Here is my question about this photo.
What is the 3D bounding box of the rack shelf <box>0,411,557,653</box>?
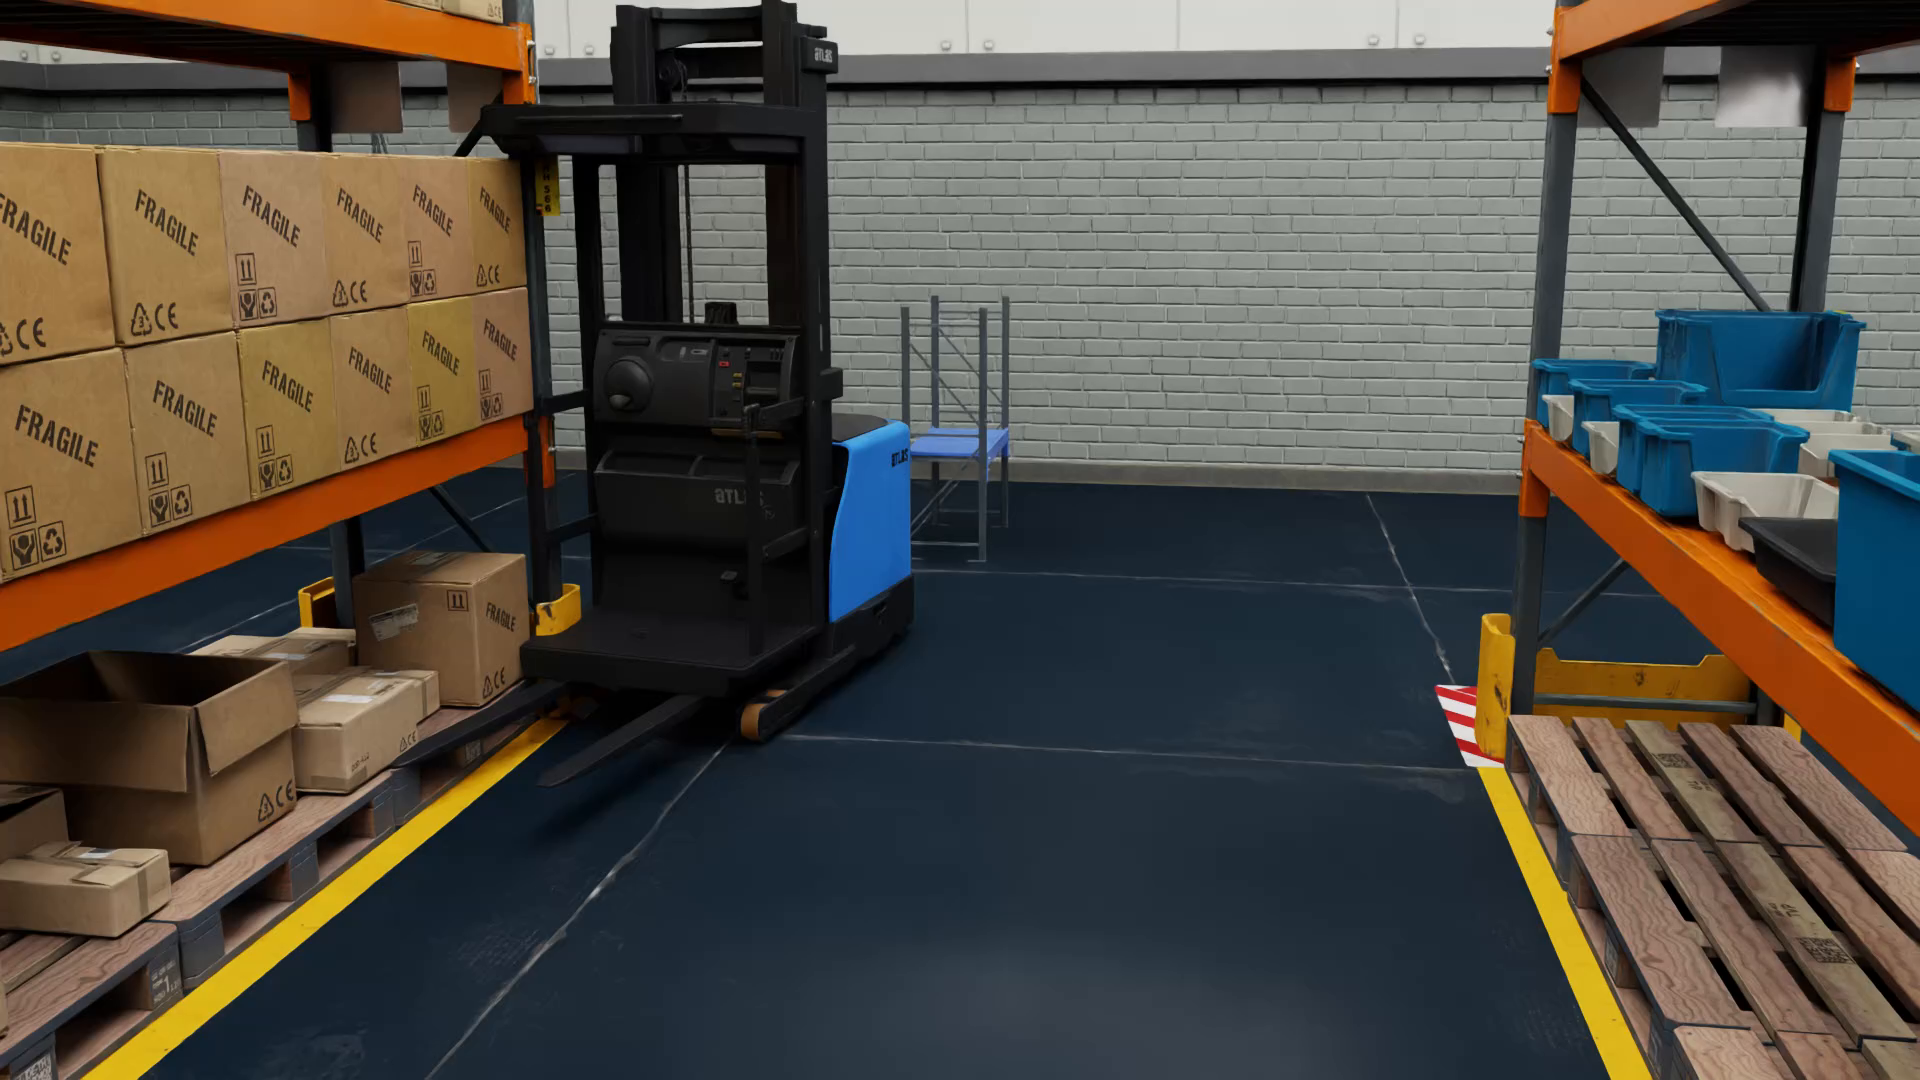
[{"bbox_3d":[-2.531,-0.015,5.151,1.077,0.370,4.000,2,12,9],"label":"rack shelf"}]

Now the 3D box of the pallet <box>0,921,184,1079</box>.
[{"bbox_3d":[-2.732,1.270,4.101,1.003,0.211,1.213,2,12,9],"label":"pallet"}]

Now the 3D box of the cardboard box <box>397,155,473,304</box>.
[{"bbox_3d":[-2.097,-1.114,5.932,0.500,0.500,0.500,2,12,10],"label":"cardboard box"}]

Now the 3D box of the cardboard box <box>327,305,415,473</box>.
[{"bbox_3d":[-2.181,-0.518,5.540,0.500,0.500,0.500,2,12,9],"label":"cardboard box"}]

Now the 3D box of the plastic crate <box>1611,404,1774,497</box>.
[{"bbox_3d":[2.105,-0.255,4.809,0.416,0.233,0.300,2,12,9],"label":"plastic crate"}]

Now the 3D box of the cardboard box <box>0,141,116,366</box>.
[{"bbox_3d":[-2.409,-0.685,3.939,0.500,0.500,0.500,1,12,7],"label":"cardboard box"}]

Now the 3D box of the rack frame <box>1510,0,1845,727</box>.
[{"bbox_3d":[2.671,-0.622,6.259,1.000,3.000,0.127,2,12,9],"label":"rack frame"}]

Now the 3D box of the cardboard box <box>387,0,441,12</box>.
[{"bbox_3d":[-2.129,-1.957,5.690,0.500,0.250,0.500,2,12,9],"label":"cardboard box"}]

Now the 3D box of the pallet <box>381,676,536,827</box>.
[{"bbox_3d":[-2.356,0.762,6.457,1.003,0.211,1.213,2,12,9],"label":"pallet"}]

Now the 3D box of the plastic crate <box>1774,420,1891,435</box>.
[{"bbox_3d":[2.666,-0.287,5.188,0.396,0.136,0.243,2,12,9],"label":"plastic crate"}]

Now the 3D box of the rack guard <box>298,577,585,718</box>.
[{"bbox_3d":[-2.235,0.455,7.197,1.175,0.500,0.348,2,12,9],"label":"rack guard"}]

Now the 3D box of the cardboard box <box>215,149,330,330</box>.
[{"bbox_3d":[-2.251,-0.899,4.934,0.500,0.500,0.500,2,12,10],"label":"cardboard box"}]

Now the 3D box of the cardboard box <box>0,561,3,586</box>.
[{"bbox_3d":[-2.490,-0.097,3.584,0.500,0.500,0.500,2,12,10],"label":"cardboard box"}]

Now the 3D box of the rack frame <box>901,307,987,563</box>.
[{"bbox_3d":[-0.091,-0.610,9.762,0.500,1.500,0.032,2,12,9],"label":"rack frame"}]

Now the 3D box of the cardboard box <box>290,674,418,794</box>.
[{"bbox_3d":[-2.239,0.664,5.775,0.500,0.250,0.500,2,12,9],"label":"cardboard box"}]

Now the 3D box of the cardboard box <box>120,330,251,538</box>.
[{"bbox_3d":[-2.336,-0.307,4.562,0.500,0.500,0.500,2,12,8],"label":"cardboard box"}]

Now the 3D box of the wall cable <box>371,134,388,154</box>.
[{"bbox_3d":[-5.895,-3.523,12.853,3.097,2.526,0.112,2,12,9],"label":"wall cable"}]

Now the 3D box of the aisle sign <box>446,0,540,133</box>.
[{"bbox_3d":[-1.910,-2.058,6.753,0.394,0.787,0.004,2,12,9],"label":"aisle sign"}]

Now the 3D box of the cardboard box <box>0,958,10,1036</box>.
[{"bbox_3d":[-2.560,1.068,3.753,0.500,0.311,0.500,2,12,9],"label":"cardboard box"}]

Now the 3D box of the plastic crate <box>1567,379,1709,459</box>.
[{"bbox_3d":[2.206,-0.392,5.445,0.416,0.233,0.300,2,12,9],"label":"plastic crate"}]

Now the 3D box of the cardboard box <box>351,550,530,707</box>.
[{"bbox_3d":[-2.063,0.345,6.662,0.500,0.500,0.500,2,12,9],"label":"cardboard box"}]

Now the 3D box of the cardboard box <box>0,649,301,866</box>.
[{"bbox_3d":[-2.554,0.664,5.176,0.797,0.503,0.637,2,12,9],"label":"cardboard box"}]

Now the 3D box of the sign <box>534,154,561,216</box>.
[{"bbox_3d":[-1.678,-1.482,6.749,0.100,0.325,0.005,2,12,9],"label":"sign"}]

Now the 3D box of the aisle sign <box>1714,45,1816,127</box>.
[{"bbox_3d":[2.972,-1.898,6.011,0.394,0.787,0.004,2,12,9],"label":"aisle sign"}]

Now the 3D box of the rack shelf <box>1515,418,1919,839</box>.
[{"bbox_3d":[2.363,0.146,4.403,1.077,0.370,4.000,2,12,9],"label":"rack shelf"}]

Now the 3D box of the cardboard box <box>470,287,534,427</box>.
[{"bbox_3d":[-2.023,-0.730,6.523,0.500,0.500,0.500,2,12,10],"label":"cardboard box"}]

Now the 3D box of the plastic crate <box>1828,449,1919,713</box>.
[{"bbox_3d":[1.791,0.081,2.893,0.392,0.384,0.575,2,12,9],"label":"plastic crate"}]

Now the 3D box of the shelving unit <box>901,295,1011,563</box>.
[{"bbox_3d":[-0.013,-0.715,10.253,0.538,1.500,1.048,2,12,9],"label":"shelving unit"}]

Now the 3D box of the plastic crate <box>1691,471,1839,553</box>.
[{"bbox_3d":[2.027,-0.062,4.144,0.293,0.136,0.466,2,12,9],"label":"plastic crate"}]

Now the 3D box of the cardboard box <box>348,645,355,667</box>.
[{"bbox_3d":[-2.665,0.515,6.665,0.380,0.166,0.250,2,12,9],"label":"cardboard box"}]

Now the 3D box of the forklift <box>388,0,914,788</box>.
[{"bbox_3d":[-1.194,-0.710,6.833,1.130,2.935,3.031,4,13,19],"label":"forklift"}]

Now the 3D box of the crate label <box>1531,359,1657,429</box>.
[{"bbox_3d":[2.308,-0.529,6.081,0.416,0.233,0.303,2,12,9],"label":"crate label"}]

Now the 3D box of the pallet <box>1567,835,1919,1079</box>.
[{"bbox_3d":[2.316,1.165,4.587,1.003,0.211,1.213,2,12,9],"label":"pallet"}]

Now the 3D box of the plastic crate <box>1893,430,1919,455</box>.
[{"bbox_3d":[2.473,-0.073,3.849,0.437,0.282,0.530,2,12,9],"label":"plastic crate"}]

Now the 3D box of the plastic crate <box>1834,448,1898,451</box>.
[{"bbox_3d":[2.620,-0.166,4.626,0.298,0.136,0.250,2,12,9],"label":"plastic crate"}]
